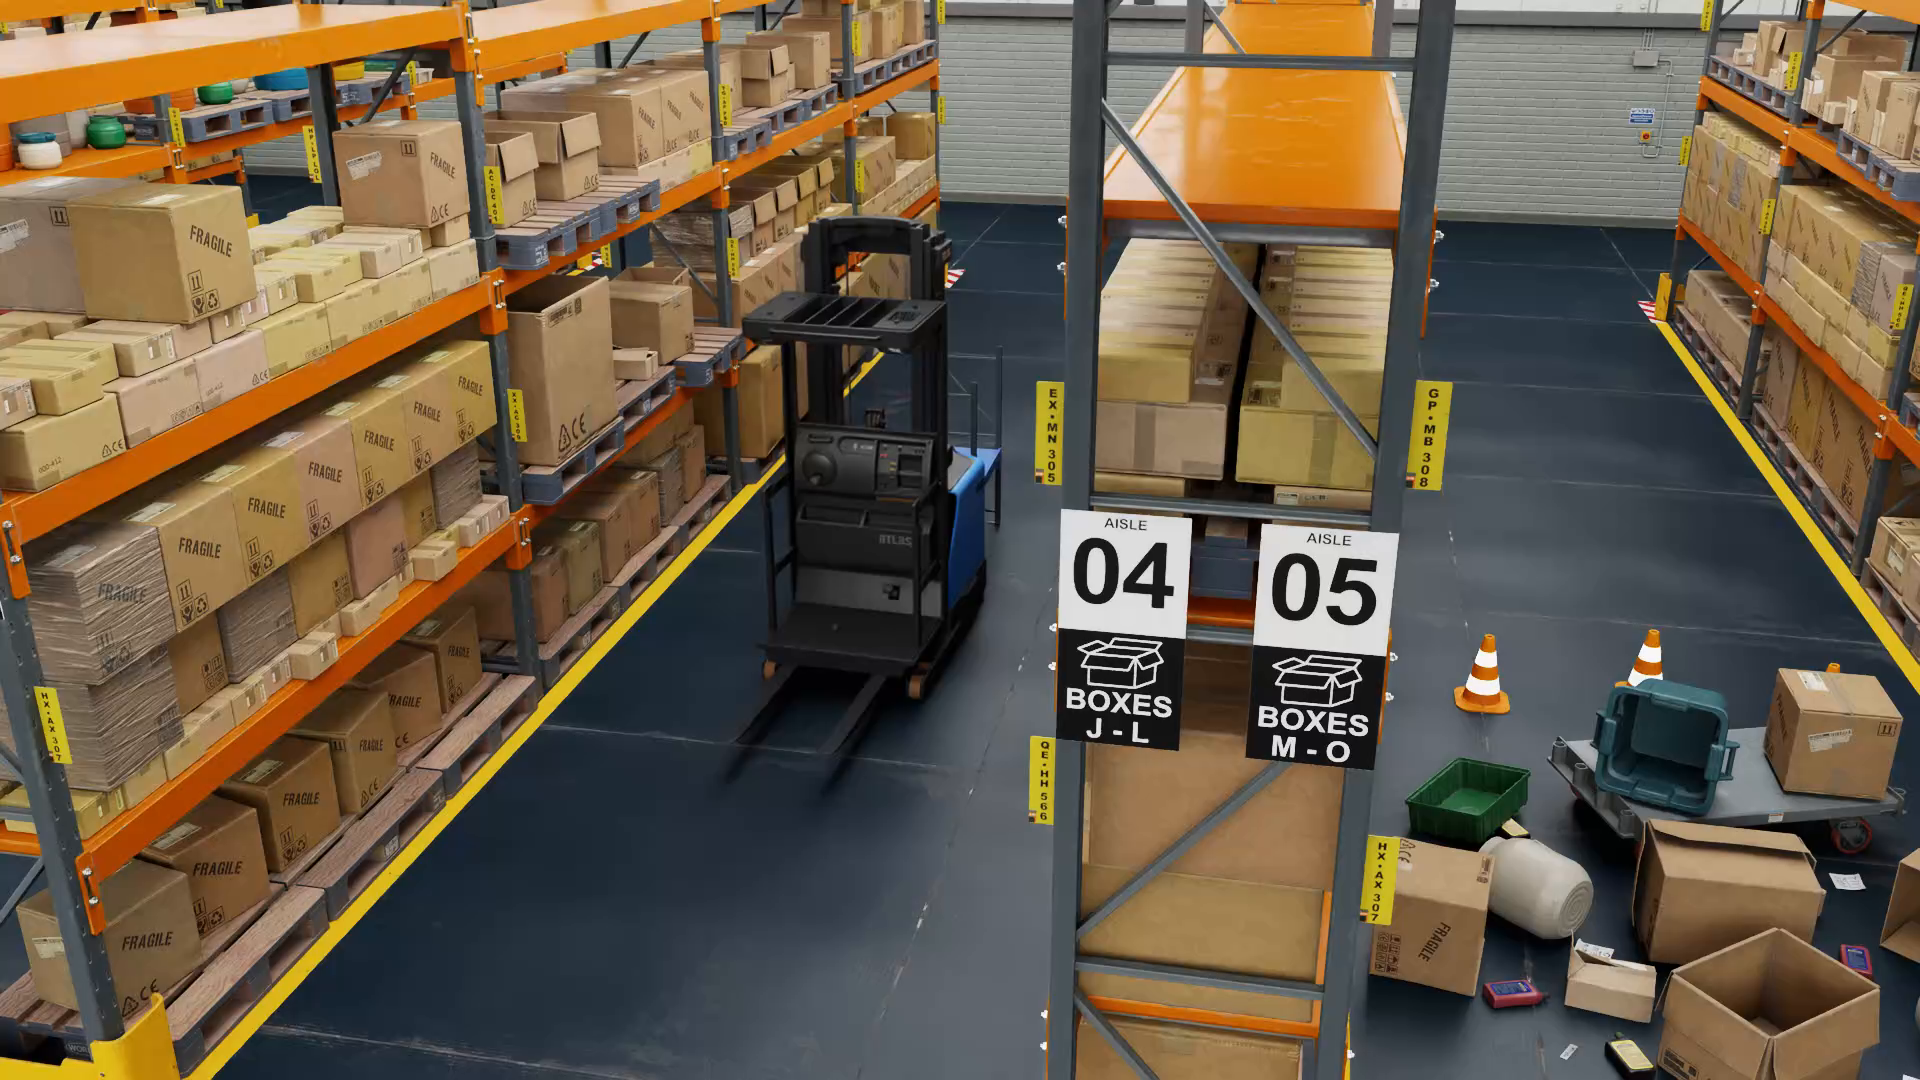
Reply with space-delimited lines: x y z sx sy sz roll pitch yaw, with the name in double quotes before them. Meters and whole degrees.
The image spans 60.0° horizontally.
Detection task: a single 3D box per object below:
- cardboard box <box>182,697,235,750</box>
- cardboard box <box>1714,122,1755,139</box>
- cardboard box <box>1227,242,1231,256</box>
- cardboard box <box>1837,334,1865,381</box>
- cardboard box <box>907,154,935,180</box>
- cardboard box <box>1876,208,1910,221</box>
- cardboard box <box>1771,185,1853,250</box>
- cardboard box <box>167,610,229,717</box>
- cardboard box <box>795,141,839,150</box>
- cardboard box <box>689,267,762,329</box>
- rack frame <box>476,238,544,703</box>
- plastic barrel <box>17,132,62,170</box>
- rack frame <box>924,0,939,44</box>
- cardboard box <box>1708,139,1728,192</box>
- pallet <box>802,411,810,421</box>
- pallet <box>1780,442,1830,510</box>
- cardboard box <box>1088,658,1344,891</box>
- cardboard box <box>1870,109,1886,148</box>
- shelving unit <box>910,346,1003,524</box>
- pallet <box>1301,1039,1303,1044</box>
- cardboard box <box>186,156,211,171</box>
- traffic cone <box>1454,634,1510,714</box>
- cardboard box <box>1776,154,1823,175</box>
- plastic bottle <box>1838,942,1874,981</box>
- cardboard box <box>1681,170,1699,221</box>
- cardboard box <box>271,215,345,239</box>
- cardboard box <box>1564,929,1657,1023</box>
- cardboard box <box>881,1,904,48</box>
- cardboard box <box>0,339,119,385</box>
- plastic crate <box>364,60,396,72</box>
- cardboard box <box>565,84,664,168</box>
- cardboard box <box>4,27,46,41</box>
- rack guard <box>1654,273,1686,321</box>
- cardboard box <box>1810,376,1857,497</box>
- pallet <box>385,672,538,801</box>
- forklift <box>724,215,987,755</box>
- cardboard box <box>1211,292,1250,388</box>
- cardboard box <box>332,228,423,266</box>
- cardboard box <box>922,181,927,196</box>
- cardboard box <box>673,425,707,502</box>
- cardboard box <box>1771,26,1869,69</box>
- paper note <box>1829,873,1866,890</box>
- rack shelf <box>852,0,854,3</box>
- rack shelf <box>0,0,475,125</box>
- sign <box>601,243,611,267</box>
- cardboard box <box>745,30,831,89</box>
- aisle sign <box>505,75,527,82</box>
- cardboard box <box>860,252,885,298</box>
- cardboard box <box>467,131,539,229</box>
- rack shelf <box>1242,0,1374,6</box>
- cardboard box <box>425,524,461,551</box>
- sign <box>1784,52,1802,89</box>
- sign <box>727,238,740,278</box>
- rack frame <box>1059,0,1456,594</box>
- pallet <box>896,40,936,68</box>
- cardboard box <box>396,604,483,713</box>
"cardboard box" -3.569 0.832 7.609 0.380 0.149 0.250 4 22 11
"cardboard box" 8.411 -4.438 18.018 0.380 0.149 0.250 4 22 9
"cardboard box" 0.959 -1.286 7.090 0.380 0.149 0.250 4 22 11
"cardboard box" 7.245 -1.419 13.062 0.500 0.250 0.500 5 22 12
"cardboard box" -0.601 -4.648 20.681 0.500 0.250 0.500 4 22 10
"cardboard box" 8.057 -2.512 14.104 0.500 0.500 0.500 5 23 13
"cardboard box" 7.752 -2.930 15.140 0.500 0.500 0.500 5 22 12
"cardboard box" -3.904 0.499 7.566 0.875 0.500 0.500 4 22 11
"cardboard box" -1.640 -4.102 18.321 0.500 0.500 0.500 5 22 11
"cardboard box" -2.029 -2.054 14.305 0.500 0.500 0.500 5 22 12
"rack frame" -3.211 -0.388 10.302 1.000 3.000 0.127 4 22 11
"plastic barrel" -7.275 -3.073 13.138 0.301 0.262 0.301 0 22 0
"rack frame" -0.762 -7.560 20.078 1.000 3.000 0.127 4 22 11
"cardboard box" 8.366 -3.999 17.796 0.500 0.500 0.500 4 22 11
"pallet" -1.909 -1.285 16.261 1.003 0.211 1.213 4 22 11
"pallet" 7.792 -0.529 14.386 1.003 0.211 1.213 4 22 11
"cardboard box" 0.921 0.787 5.739 0.875 0.550 0.550 4 22 11
"cardboard box" 7.245 -3.150 12.762 0.396 0.266 0.258 4 22 10
"shelving unit" -0.017 -0.664 12.996 0.538 1.500 1.048 4 22 11
"pallet" 1.145 2.040 8.005 1.003 0.211 1.213 4 22 11
"cardboard box" -10.387 -5.205 22.129 0.500 0.500 0.500 5 22 11
"traffic cone" 3.376 0.828 10.677 0.336 0.463 0.334 4 22 11
"cardboard box" 8.034 -3.595 15.923 0.380 0.149 0.250 5 22 12
"plastic bottle" 4.391 2.059 8.158 0.133 0.061 0.283 8 23 20
"cardboard box" 8.560 -3.914 18.923 0.500 0.500 0.500 4 22 10
"cardboard box" -3.567 -1.697 9.204 0.380 0.149 0.250 3 22 8
"cardboard box" 3.076 2.064 7.873 0.396 0.266 0.258 8 23 20
"cardboard box" -1.049 -6.065 19.552 0.700 0.500 0.500 4 22 9
"cardboard box" -3.666 -0.704 6.739 0.380 0.149 0.250 4 22 10
"plastic crate" -6.554 -5.362 18.862 0.416 0.233 0.300 4 22 11
"cardboard box" -2.457 -2.959 11.867 0.500 0.500 0.500 5 22 12
"cardboard box" -10.933 -5.783 19.214 0.500 0.250 0.500 4 22 11
"rack guard" 8.944 -2.871 19.812 1.175 0.500 0.348 4 22 11
"cardboard box" 7.715 -0.877 13.798 0.875 0.875 0.875 5 22 12
"pallet" -3.313 1.154 10.206 1.003 0.211 1.213 4 22 11
"forklift" -0.679 -0.486 10.637 1.130 2.935 3.031 6 23 14
"cardboard box" 0.840 -0.778 6.361 0.500 0.250 0.500 4 22 11
"cardboard box" -3.105 -1.565 8.876 0.380 0.149 0.250 3 22 8
"cardboard box" -0.617 -4.317 20.395 0.380 0.149 0.250 5 22 11
"cardboard box" -2.512 -0.649 13.707 0.700 0.500 0.500 3 22 8
"cardboard box" 8.367 -4.735 16.245 0.797 0.503 0.637 6 23 15
"paper note" 4.712 1.808 8.822 0.148 0.019 0.142 4 22 11
"rack shelf" -1.170 -6.309 18.471 1.077 0.370 4.000 4 22 11
"rack shelf" -3.619 -2.104 7.500 1.077 0.370 4.000 4 22 11
"sign" -2.939 -2.429 13.820 0.100 0.325 0.005 4 22 11
"cardboard box" -1.687 -4.734 16.380 0.700 0.500 0.500 5 22 12
"aisle sign" -5.887 -6.409 21.772 0.394 0.787 0.004 4 22 11
"cardboard box" -1.366 -2.758 18.469 0.875 0.875 0.875 4 22 11
"cardboard box" -3.018 -2.187 10.052 0.797 0.503 0.637 3 22 8
"rack shelf" 2.848 -4.431 13.808 1.077 0.370 4.000 4 22 11
"cardboard box" -3.137 0.007 9.657 0.380 0.149 0.250 4 22 11
"sign" 7.579 -4.268 15.123 0.100 0.325 0.005 4 22 11
"sign" -1.862 -2.313 13.639 0.100 0.325 0.005 4 22 11
"rack frame" 0.808 -1.293 4.518 1.000 3.000 0.127 4 22 11
"pallet" -0.904 -5.855 19.979 1.003 0.211 1.213 4 22 11
"cardboard box" -3.332 0.720 10.335 0.500 0.500 0.500 4 22 9
